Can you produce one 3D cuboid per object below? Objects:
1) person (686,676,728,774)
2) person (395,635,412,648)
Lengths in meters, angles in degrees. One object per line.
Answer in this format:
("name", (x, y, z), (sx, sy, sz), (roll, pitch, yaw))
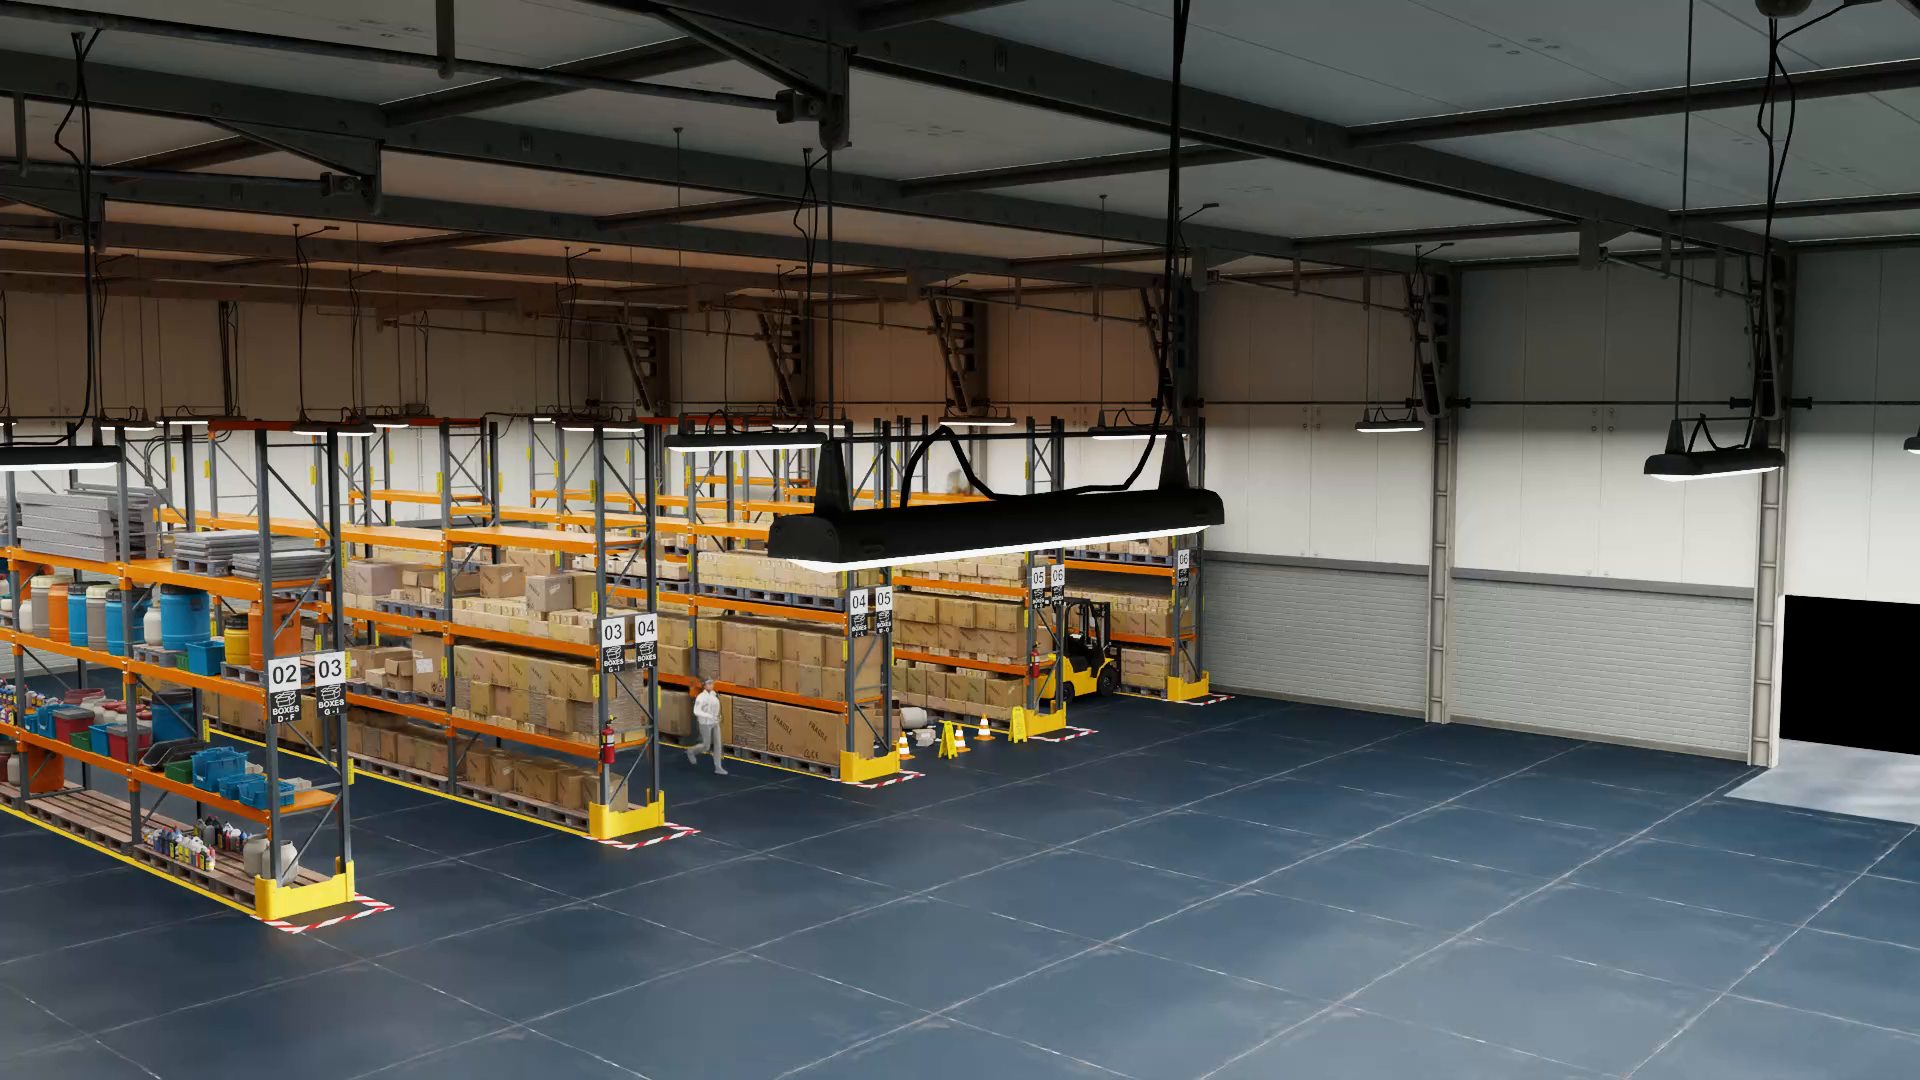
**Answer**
("person", (-4.272, 3.131, 28.322), (0.890, 1.663, 0.445), (3, 6, 35))
("person", (-13.464, 2.183, 40.254), (0.845, 1.645, 0.617), (1, 5, 7))
